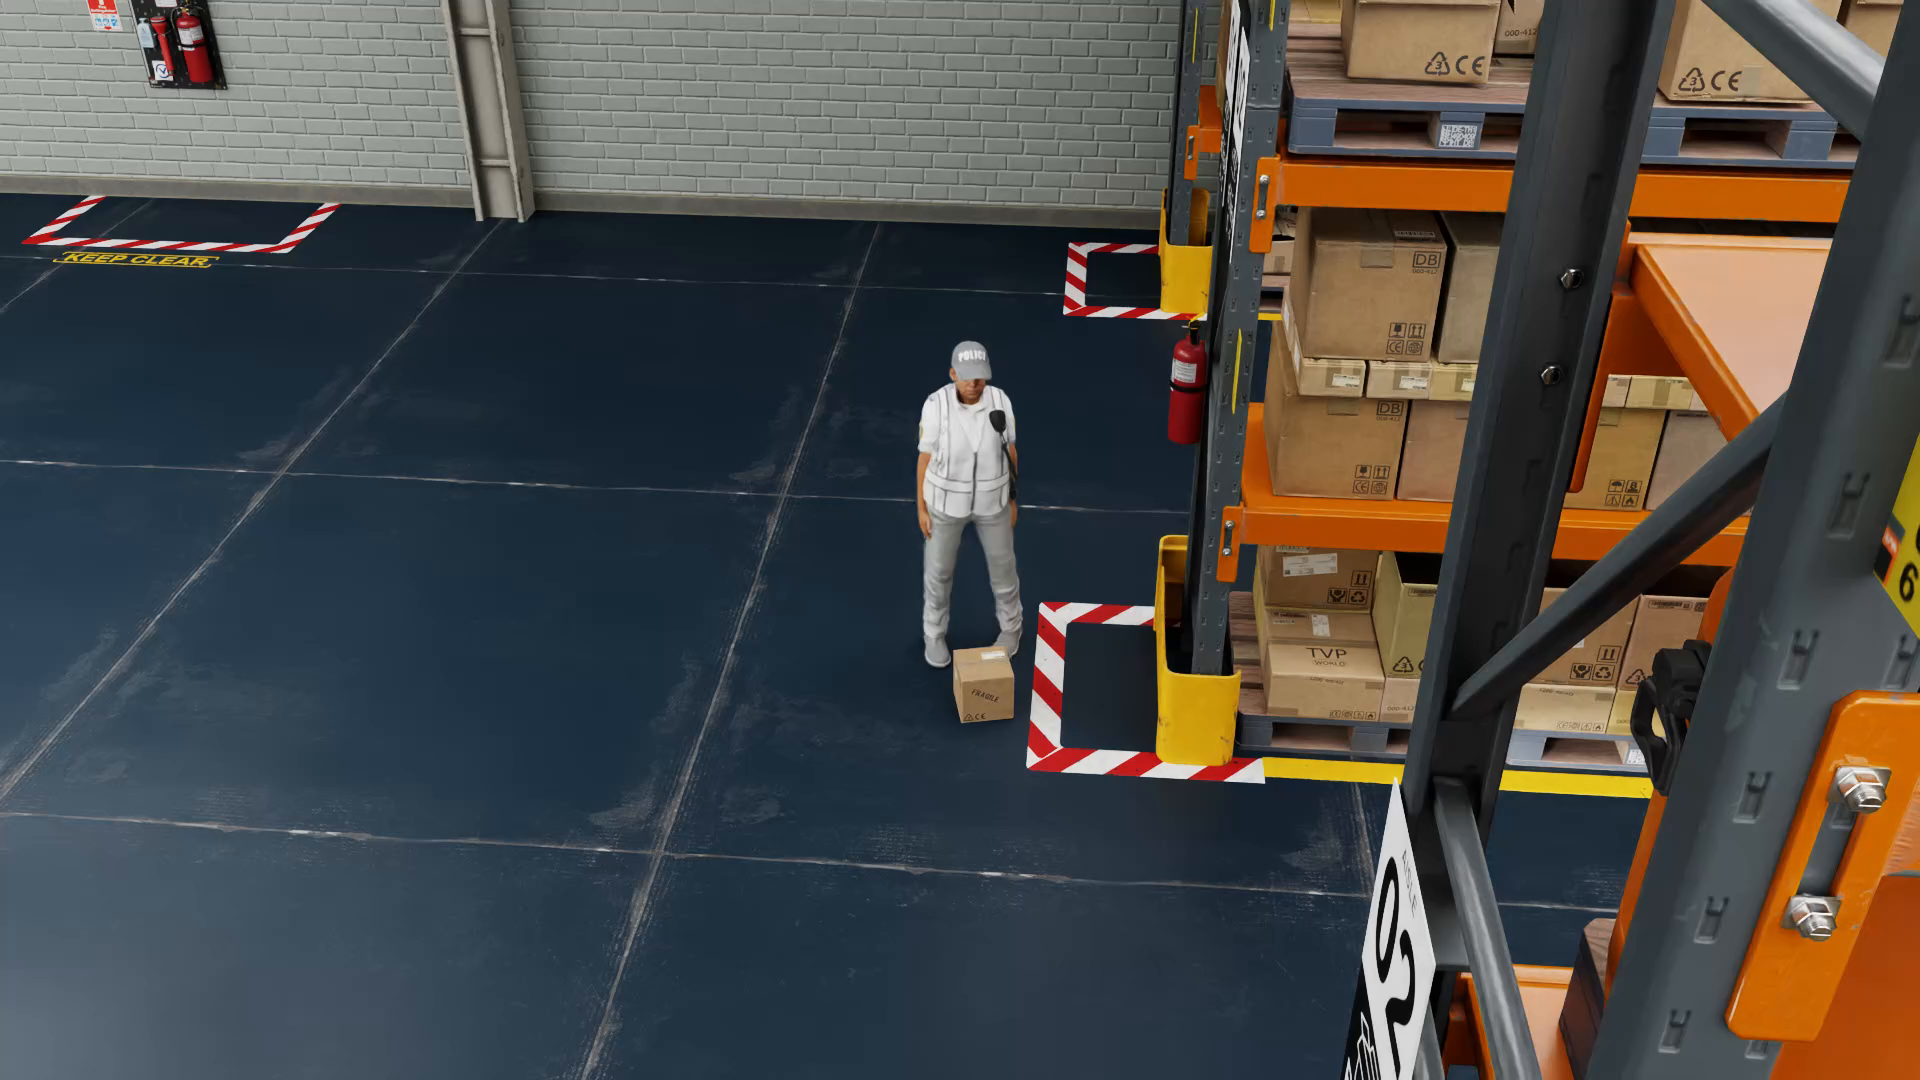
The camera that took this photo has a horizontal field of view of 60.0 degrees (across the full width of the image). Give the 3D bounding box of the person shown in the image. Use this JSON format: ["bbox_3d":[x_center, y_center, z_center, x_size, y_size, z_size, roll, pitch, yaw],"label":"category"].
[{"bbox_3d":[0.060,-0.177,7.905,0.535,1.663,0.380,-5,32,-8],"label":"person"}]
